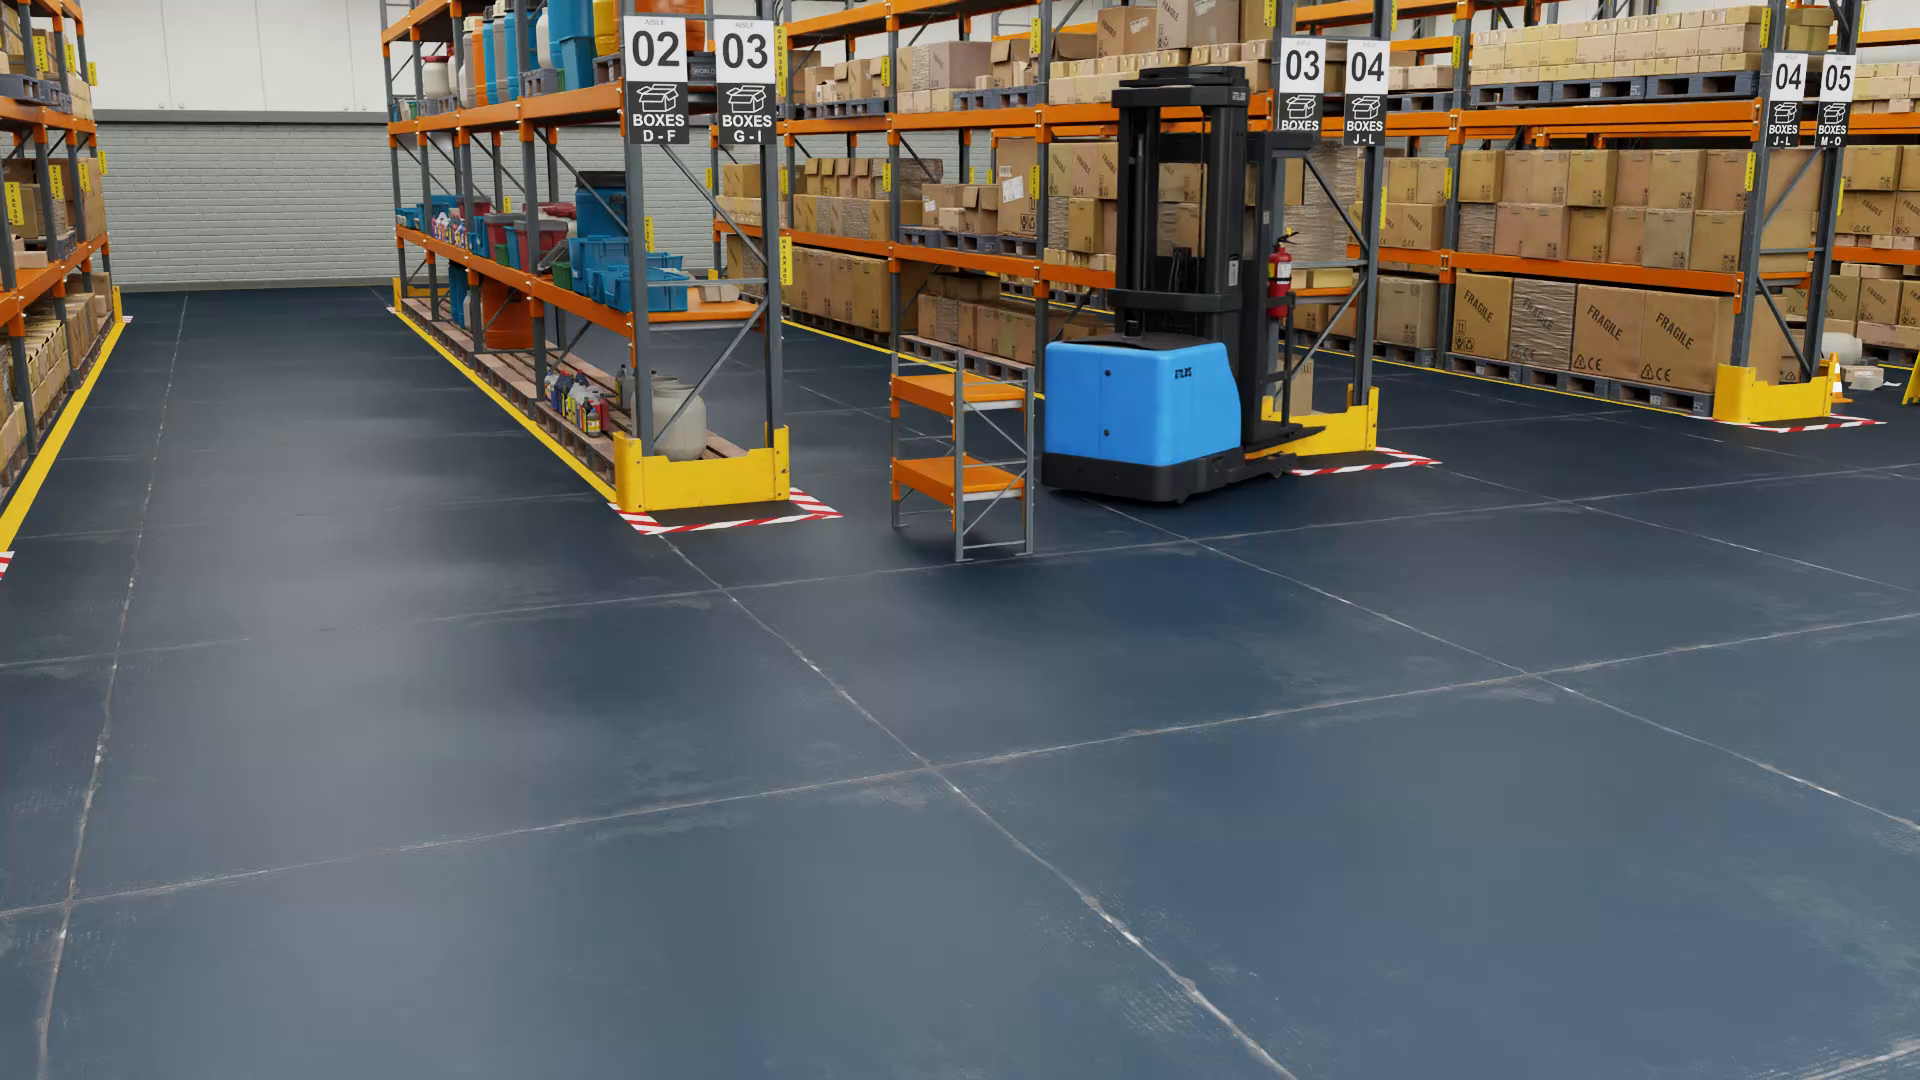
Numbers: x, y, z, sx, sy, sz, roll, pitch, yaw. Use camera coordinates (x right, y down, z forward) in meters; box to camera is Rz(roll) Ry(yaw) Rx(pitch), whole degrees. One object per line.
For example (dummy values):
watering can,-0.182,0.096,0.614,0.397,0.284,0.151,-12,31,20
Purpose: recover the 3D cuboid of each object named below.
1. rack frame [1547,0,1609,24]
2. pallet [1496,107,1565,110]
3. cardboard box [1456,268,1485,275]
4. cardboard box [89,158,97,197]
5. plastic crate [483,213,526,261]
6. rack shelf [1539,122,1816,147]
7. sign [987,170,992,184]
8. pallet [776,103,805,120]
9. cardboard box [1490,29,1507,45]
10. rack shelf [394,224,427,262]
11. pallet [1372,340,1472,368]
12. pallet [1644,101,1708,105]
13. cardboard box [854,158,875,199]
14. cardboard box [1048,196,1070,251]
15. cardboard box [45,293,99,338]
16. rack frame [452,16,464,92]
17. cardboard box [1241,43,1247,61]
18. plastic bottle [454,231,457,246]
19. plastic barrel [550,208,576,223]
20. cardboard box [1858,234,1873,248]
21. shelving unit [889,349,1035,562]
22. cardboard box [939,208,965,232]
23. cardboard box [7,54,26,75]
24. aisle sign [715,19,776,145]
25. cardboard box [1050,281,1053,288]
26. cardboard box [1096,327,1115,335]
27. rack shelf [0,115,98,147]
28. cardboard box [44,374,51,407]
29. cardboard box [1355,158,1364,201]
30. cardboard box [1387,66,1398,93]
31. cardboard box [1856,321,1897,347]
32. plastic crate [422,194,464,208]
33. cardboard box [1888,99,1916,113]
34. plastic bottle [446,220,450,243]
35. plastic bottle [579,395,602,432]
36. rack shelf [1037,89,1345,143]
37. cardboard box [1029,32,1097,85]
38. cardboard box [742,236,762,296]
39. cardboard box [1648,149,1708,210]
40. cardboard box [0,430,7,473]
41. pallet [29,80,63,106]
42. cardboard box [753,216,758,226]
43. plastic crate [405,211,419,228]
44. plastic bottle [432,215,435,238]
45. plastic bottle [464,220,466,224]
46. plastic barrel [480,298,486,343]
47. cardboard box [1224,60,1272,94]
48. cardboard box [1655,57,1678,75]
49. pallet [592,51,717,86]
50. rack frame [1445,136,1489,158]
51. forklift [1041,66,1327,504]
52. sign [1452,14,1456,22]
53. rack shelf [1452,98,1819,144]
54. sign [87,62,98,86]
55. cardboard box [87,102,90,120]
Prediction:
rack frame,8.715,-7.636,23.404,1.000,3.000,0.127,-6,14,-23
pallet,8.408,-6.210,24.318,1.213,0.211,1.003,-5,14,-20
cardboard box,8.161,-4.217,25.720,0.875,0.875,0.875,-5,14,-22
cardboard box,-11.597,-4.728,21.708,0.500,0.500,0.500,-5,14,-21
plastic crate,-4.537,-3.040,16.711,0.402,0.464,0.583,-6,14,-23
rack shelf,9.516,-5.411,22.038,1.077,0.370,4.000,-6,14,-23
sign,0.518,-6.270,28.890,0.100,0.325,0.005,-6,14,-23
pallet,-2.286,-6.232,24.190,1.003,0.211,1.213,-6,14,-23
cardboard box,5.760,-5.241,17.344,0.380,0.149,0.250,-6,14,-23
rack shelf,-7.307,-4.260,23.717,1.077,0.370,4.000,-6,14,-23
pallet,5.444,-2.213,19.462,1.003,0.211,1.213,-6,14,-23
pallet,9.749,-5.608,21.710,1.213,0.211,1.003,-6,14,-23
cardboard box,-0.902,-4.643,21.330,0.797,0.503,0.637,-5,14,-22
cardboard box,1.360,-3.086,16.172,0.875,0.500,0.500,-6,14,-23
cardboard box,-10.586,-2.671,19.825,0.500,0.500,0.500,-6,14,-23
rack frame,-4.904,-6.293,17.604,1.000,3.000,0.127,-6,14,-23
cardboard box,2.445,-3.841,13.110,0.380,0.149,0.250,-6,14,-25
plastic bottle,-5.852,-3.533,19.422,0.097,0.201,0.097,0,13,0
plastic barrel,-3.778,-2.979,16.289,0.433,0.535,0.433,0,13,0
cardboard box,10.635,-3.464,19.241,0.380,0.149,0.250,-6,14,-23
shelving unit,-0.003,-0.549,10.249,0.538,1.125,1.048,-6,14,-23
cardboard box,0.095,-3.582,18.597,0.500,0.250,0.500,-6,14,-25
cardboard box,-9.650,-4.521,16.377,0.910,0.500,0.500,-6,14,-23
aisle sign,-1.402,-2.996,10.896,0.394,0.787,0.004,-6,14,-23
cardboard box,1.690,-4.211,27.303,0.380,0.149,0.250,-5,14,-22
cardboard box,1.597,-1.774,15.996,0.500,0.500,0.500,-1,13,-5
rack shelf,-11.847,-5.274,21.449,1.077,0.370,4.000,-6,14,-23
cardboard box,-8.190,-1.281,14.417,0.500,0.250,0.500,-6,14,-25
cardboard box,5.007,-4.371,20.166,0.700,0.500,0.500,-6,14,-24
cardboard box,4.918,-5.432,19.580,0.500,0.311,0.500,-6,14,-25
cardboard box,10.745,-2.387,19.196,0.500,0.250,0.500,-6,14,-24
plastic crate,-7.803,-5.017,25.185,0.616,0.435,0.499,-6,14,-23
cardboard box,10.653,-4.865,18.641,0.380,0.149,0.250,-6,14,-24
plastic bottle,-6.146,-3.718,20.069,0.097,0.271,0.097,0,13,0
plastic bottle,-2.912,-0.999,13.100,0.152,0.276,0.135,-6,14,-23
rack shelf,2.038,-3.689,14.600,1.077,0.370,4.000,-6,14,-23
cardboard box,1.139,-4.814,16.703,0.797,0.503,0.637,-6,14,-26
cardboard box,-2.876,-4.327,26.194,0.875,0.875,0.875,-6,14,-23
cardboard box,7.006,-3.377,15.580,0.875,0.550,0.550,-6,14,-23
cardboard box,-6.850,-0.577,11.377,0.500,0.250,0.500,-6,14,-23
pallet,-9.090,-4.161,15.463,1.213,0.211,1.003,-5,14,-20
cardboard box,-2.905,-4.821,25.103,0.380,0.149,0.250,-6,14,-24
plastic crate,-7.664,-4.556,23.641,0.416,0.233,0.300,-6,14,-23
plastic bottle,-6.750,-4.026,21.370,0.061,0.283,0.133,-6,14,-23
plastic bottle,-5.857,-3.646,19.729,0.061,0.283,0.133,-6,14,-23
plastic barrel,-5.423,-2.571,19.413,0.421,0.512,0.421,0,13,0
cardboard box,2.413,-3.630,13.082,0.500,0.250,0.500,-5,14,-22
cardboard box,6.676,-4.380,15.393,0.380,0.149,0.250,-5,14,-22
pallet,-1.941,-3.267,11.599,1.003,0.211,1.213,-6,14,-23
rack frame,10.056,-6.815,33.162,1.000,3.000,0.127,-6,14,-23
forklift,1.878,-1.946,12.277,1.130,2.935,3.031,10,16,37
sign,9.559,-10.182,32.160,0.100,0.325,0.005,-6,14,-23
rack shelf,6.623,-4.116,16.445,1.077,0.370,4.000,-6,14,-23
sign,-12.132,-6.515,23.252,0.100,0.325,0.005,-6,14,-23
cardboard box,-12.011,-5.778,22.364,0.500,0.250,0.500,-6,14,-23
